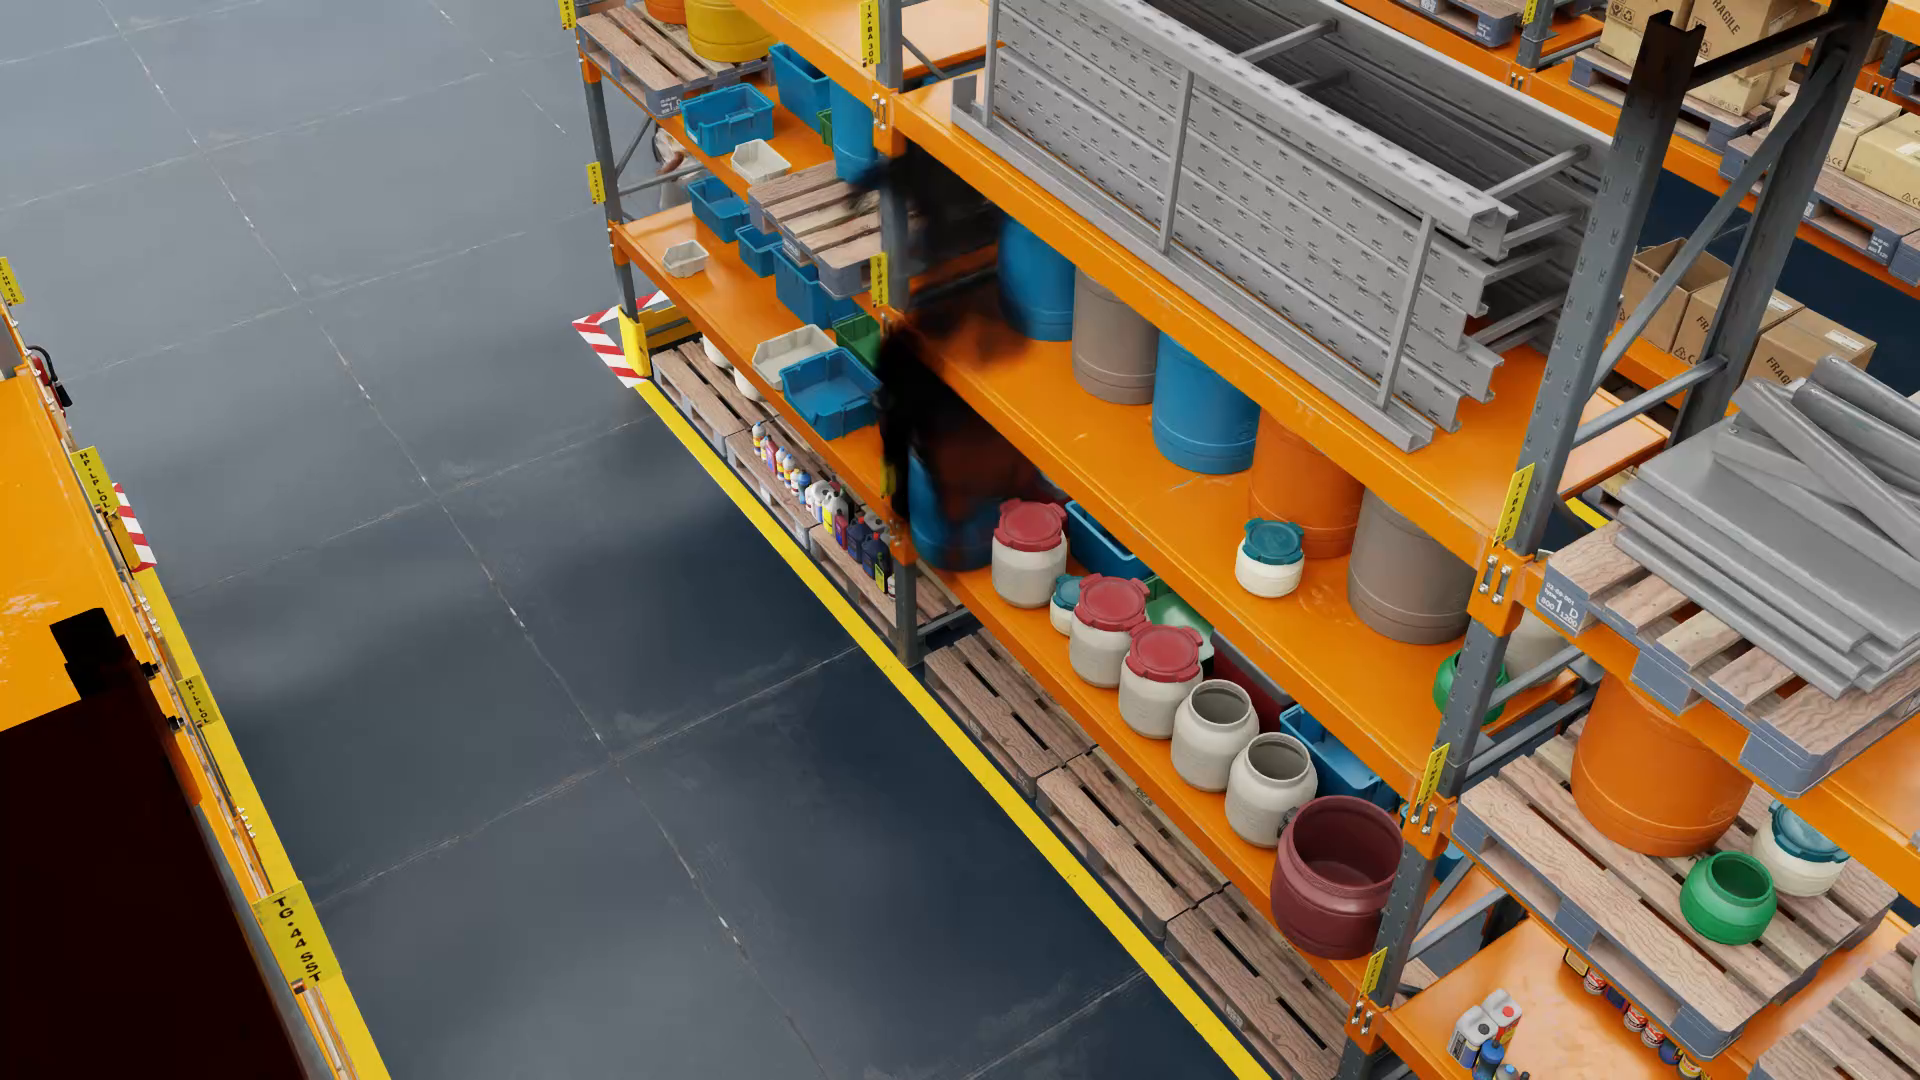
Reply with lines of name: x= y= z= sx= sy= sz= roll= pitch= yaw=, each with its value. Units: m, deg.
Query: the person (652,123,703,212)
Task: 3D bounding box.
person: x=-2.283 y=-3.070 z=13.874 sx=0.676 sy=1.689 sz=0.602 roll=9 pitch=43 yaw=9
